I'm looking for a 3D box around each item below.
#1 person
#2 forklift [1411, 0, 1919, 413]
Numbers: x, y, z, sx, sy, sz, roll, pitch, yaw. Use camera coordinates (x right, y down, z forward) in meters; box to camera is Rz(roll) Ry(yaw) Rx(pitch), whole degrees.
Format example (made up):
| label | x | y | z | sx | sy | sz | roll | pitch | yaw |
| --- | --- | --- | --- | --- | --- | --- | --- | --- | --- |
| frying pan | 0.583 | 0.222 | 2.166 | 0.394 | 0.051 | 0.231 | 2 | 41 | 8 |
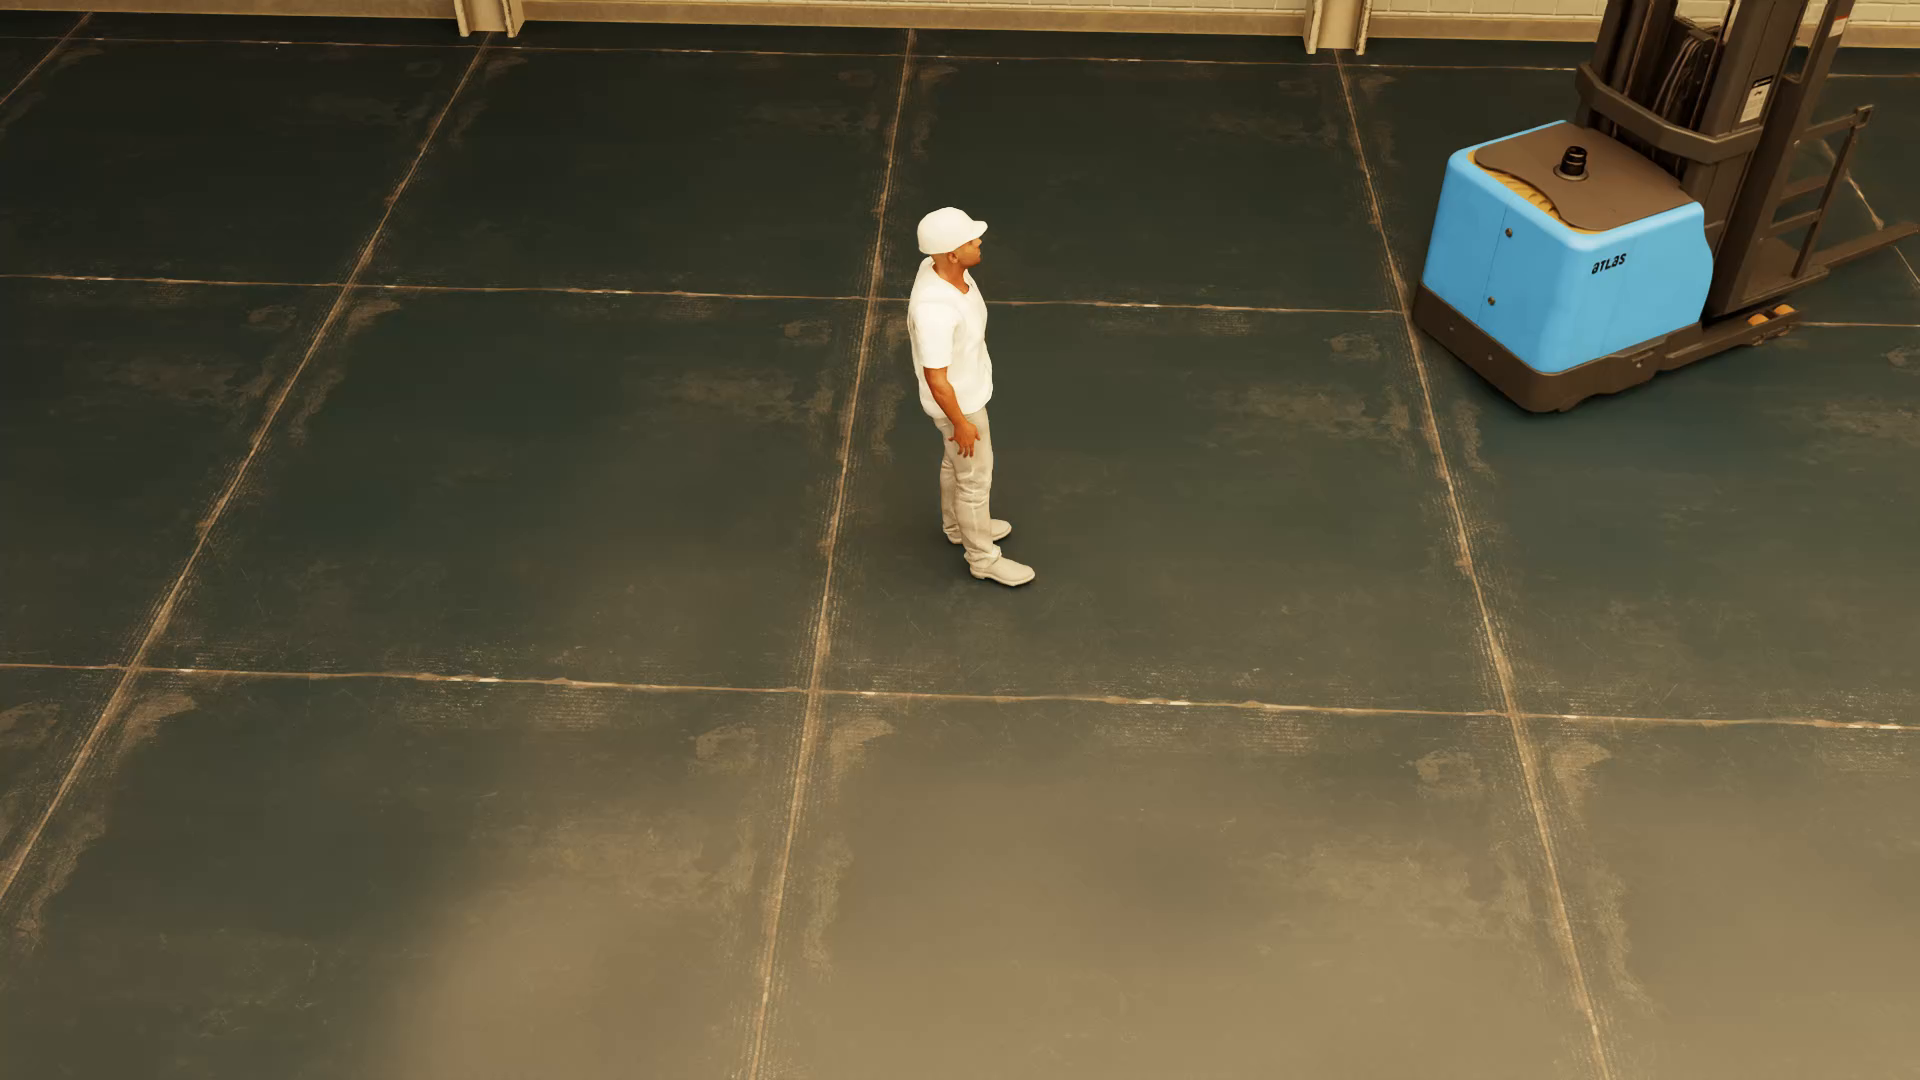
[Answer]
| label | x | y | z | sx | sy | sz | roll | pitch | yaw |
| --- | --- | --- | --- | --- | --- | --- | --- | --- | --- |
| person | 0.070 | -0.652 | 7.310 | 0.575 | 1.768 | 0.666 | 2 | 42 | 2 |
| forklift | 4.030 | -2.442 | 8.418 | 3.031 | 2.935 | 1.130 | -19 | 46 | -20 |
